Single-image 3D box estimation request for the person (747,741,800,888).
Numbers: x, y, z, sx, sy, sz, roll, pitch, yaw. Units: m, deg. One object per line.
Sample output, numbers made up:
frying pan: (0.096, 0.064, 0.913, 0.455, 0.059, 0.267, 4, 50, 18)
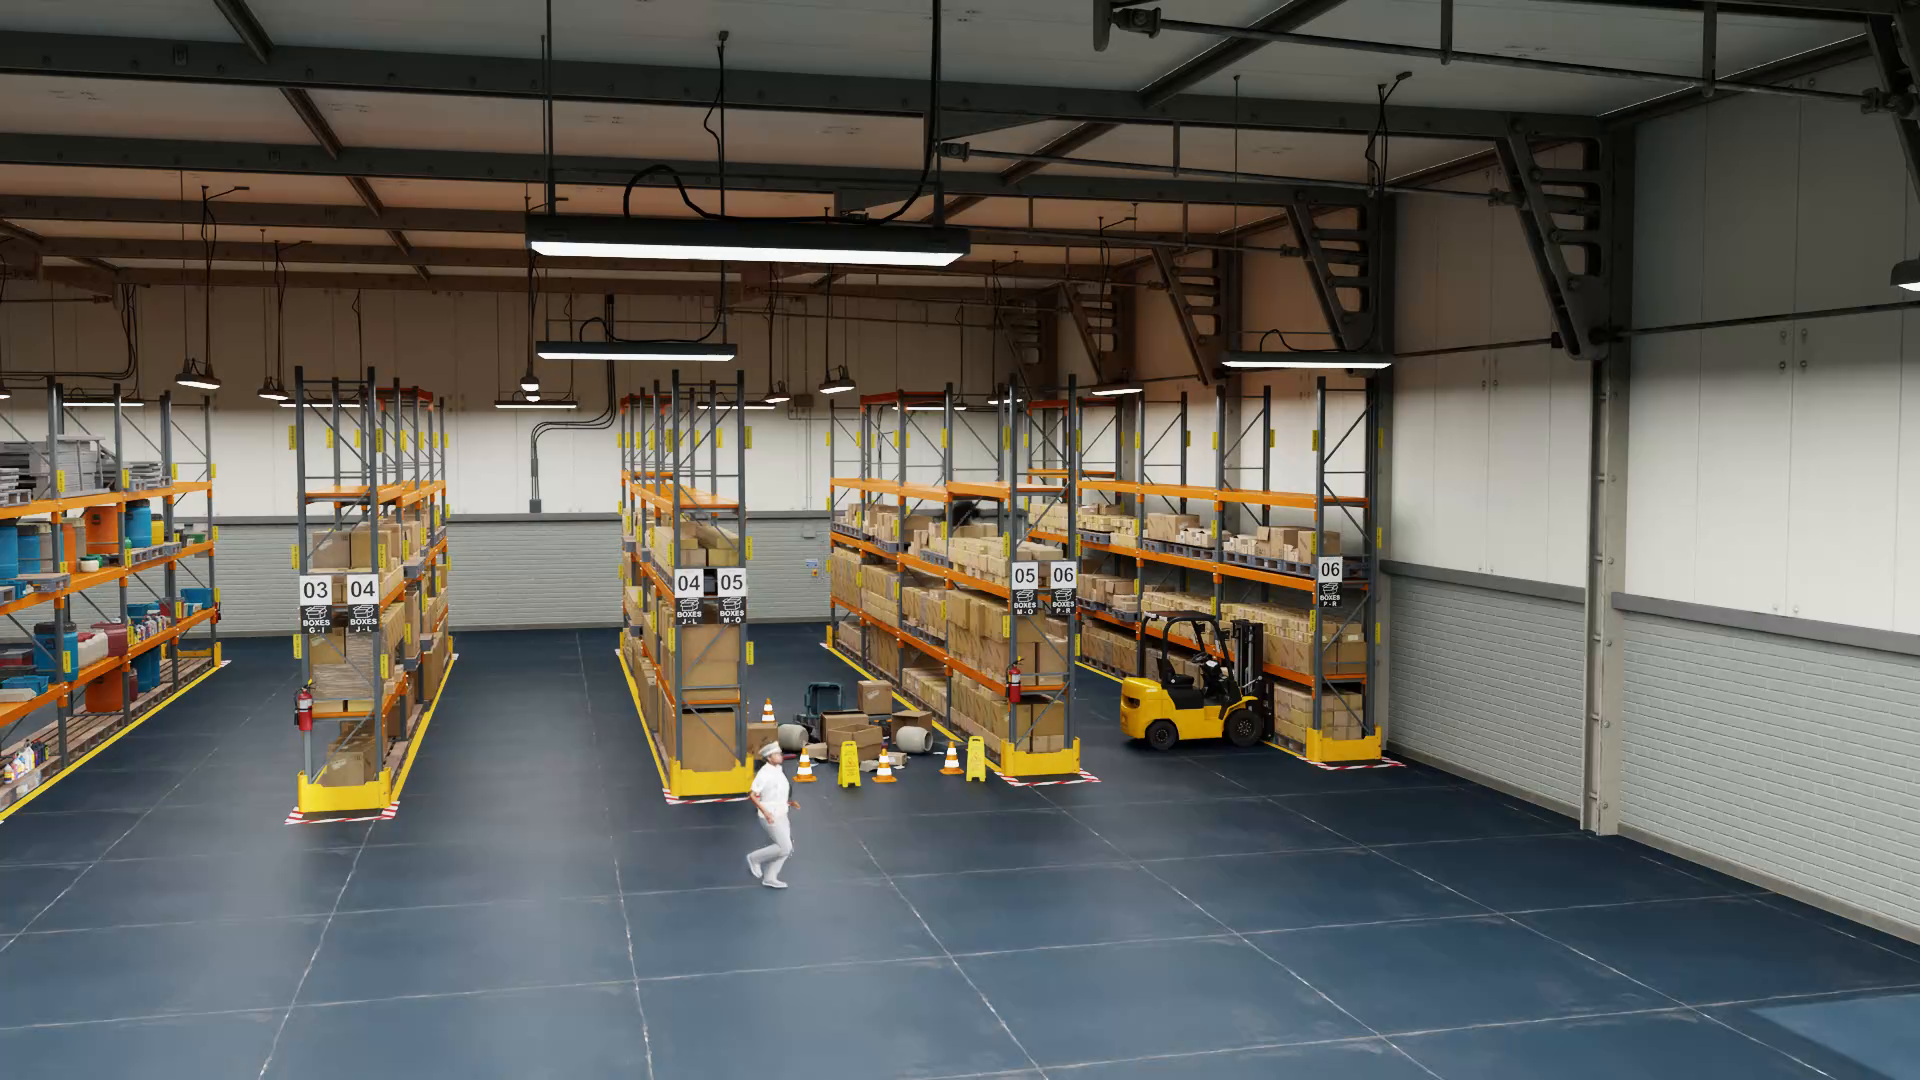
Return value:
person: (-2.080, 3.070, 18.609, 0.559, 1.657, 0.575, 1, 4, 17)
